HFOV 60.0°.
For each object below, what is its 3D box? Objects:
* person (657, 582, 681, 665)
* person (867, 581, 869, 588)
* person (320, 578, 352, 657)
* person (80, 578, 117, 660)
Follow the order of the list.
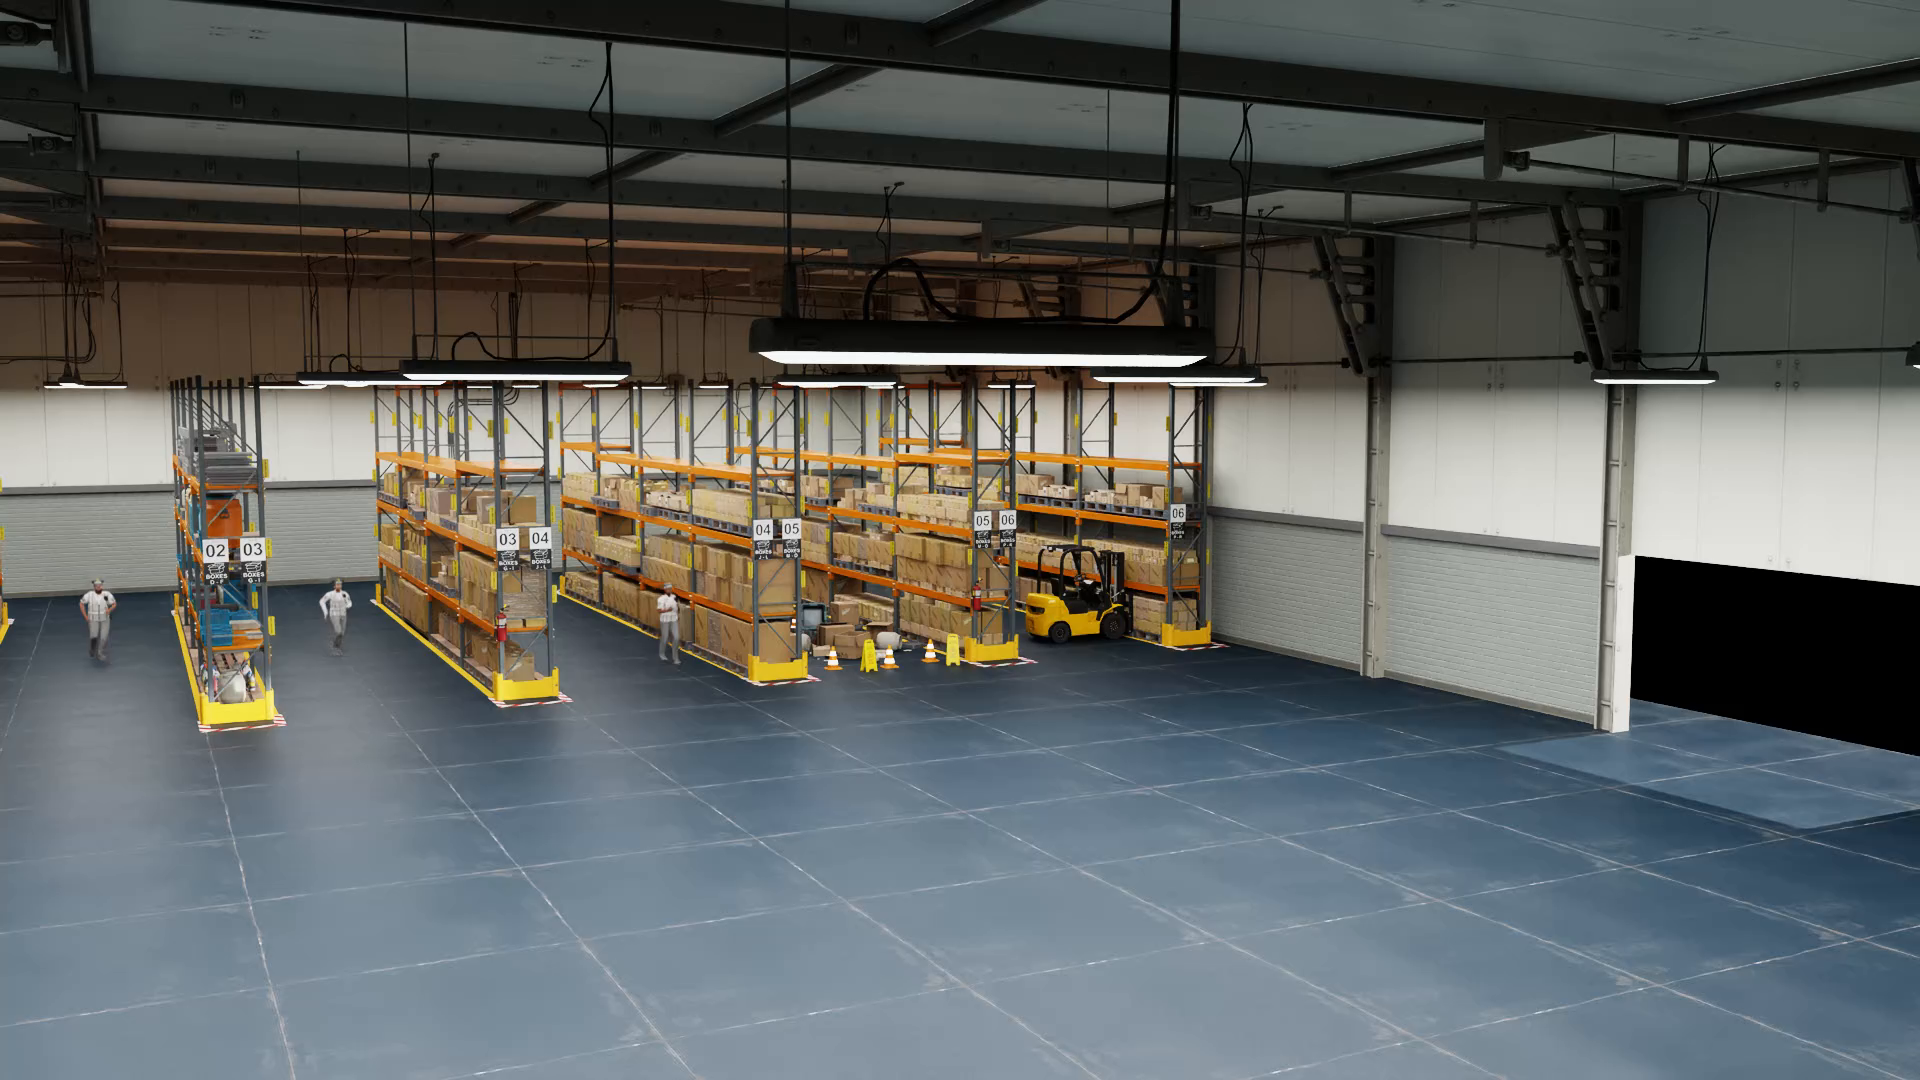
[{"bbox_3d":[-6.147,1.753,35.102,0.560,1.754,0.742,-3,6,-31],"label":"person"},{"bbox_3d":[-2.612,0.519,46.206,0.615,1.654,0.670,-3,6,-28],"label":"person"},{"bbox_3d":[-13.476,1.679,36.049,0.580,1.715,0.685,-5,7,-42],"label":"person"},{"bbox_3d":[-18.364,1.692,35.483,0.710,1.757,0.563,-3,6,-30],"label":"person"}]
